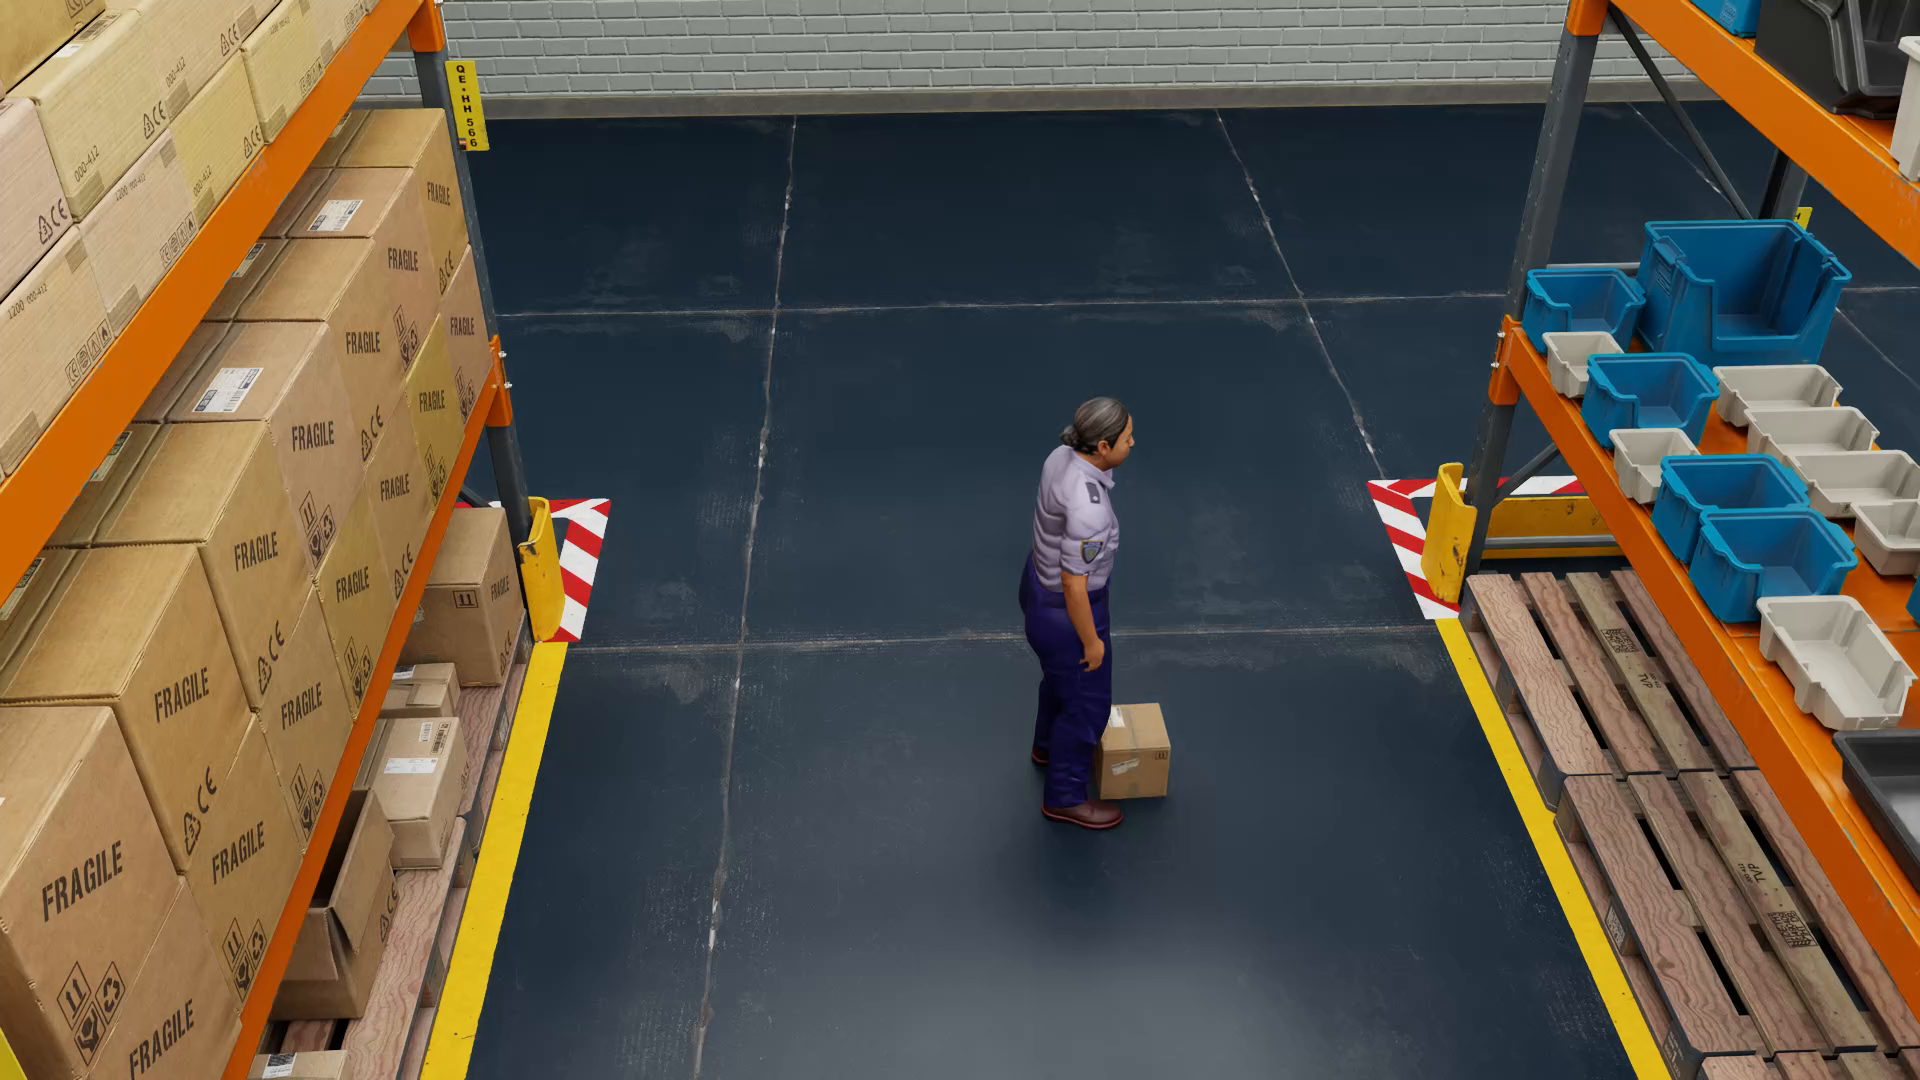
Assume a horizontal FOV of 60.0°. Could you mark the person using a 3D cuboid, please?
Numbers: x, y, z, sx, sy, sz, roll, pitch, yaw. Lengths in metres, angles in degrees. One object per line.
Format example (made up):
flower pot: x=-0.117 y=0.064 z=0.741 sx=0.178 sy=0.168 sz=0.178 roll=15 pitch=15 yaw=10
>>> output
person: x=0.400 y=0.246 z=5.821 sx=0.368 sy=1.636 sz=0.546 roll=-3 pitch=36 yaw=-4
